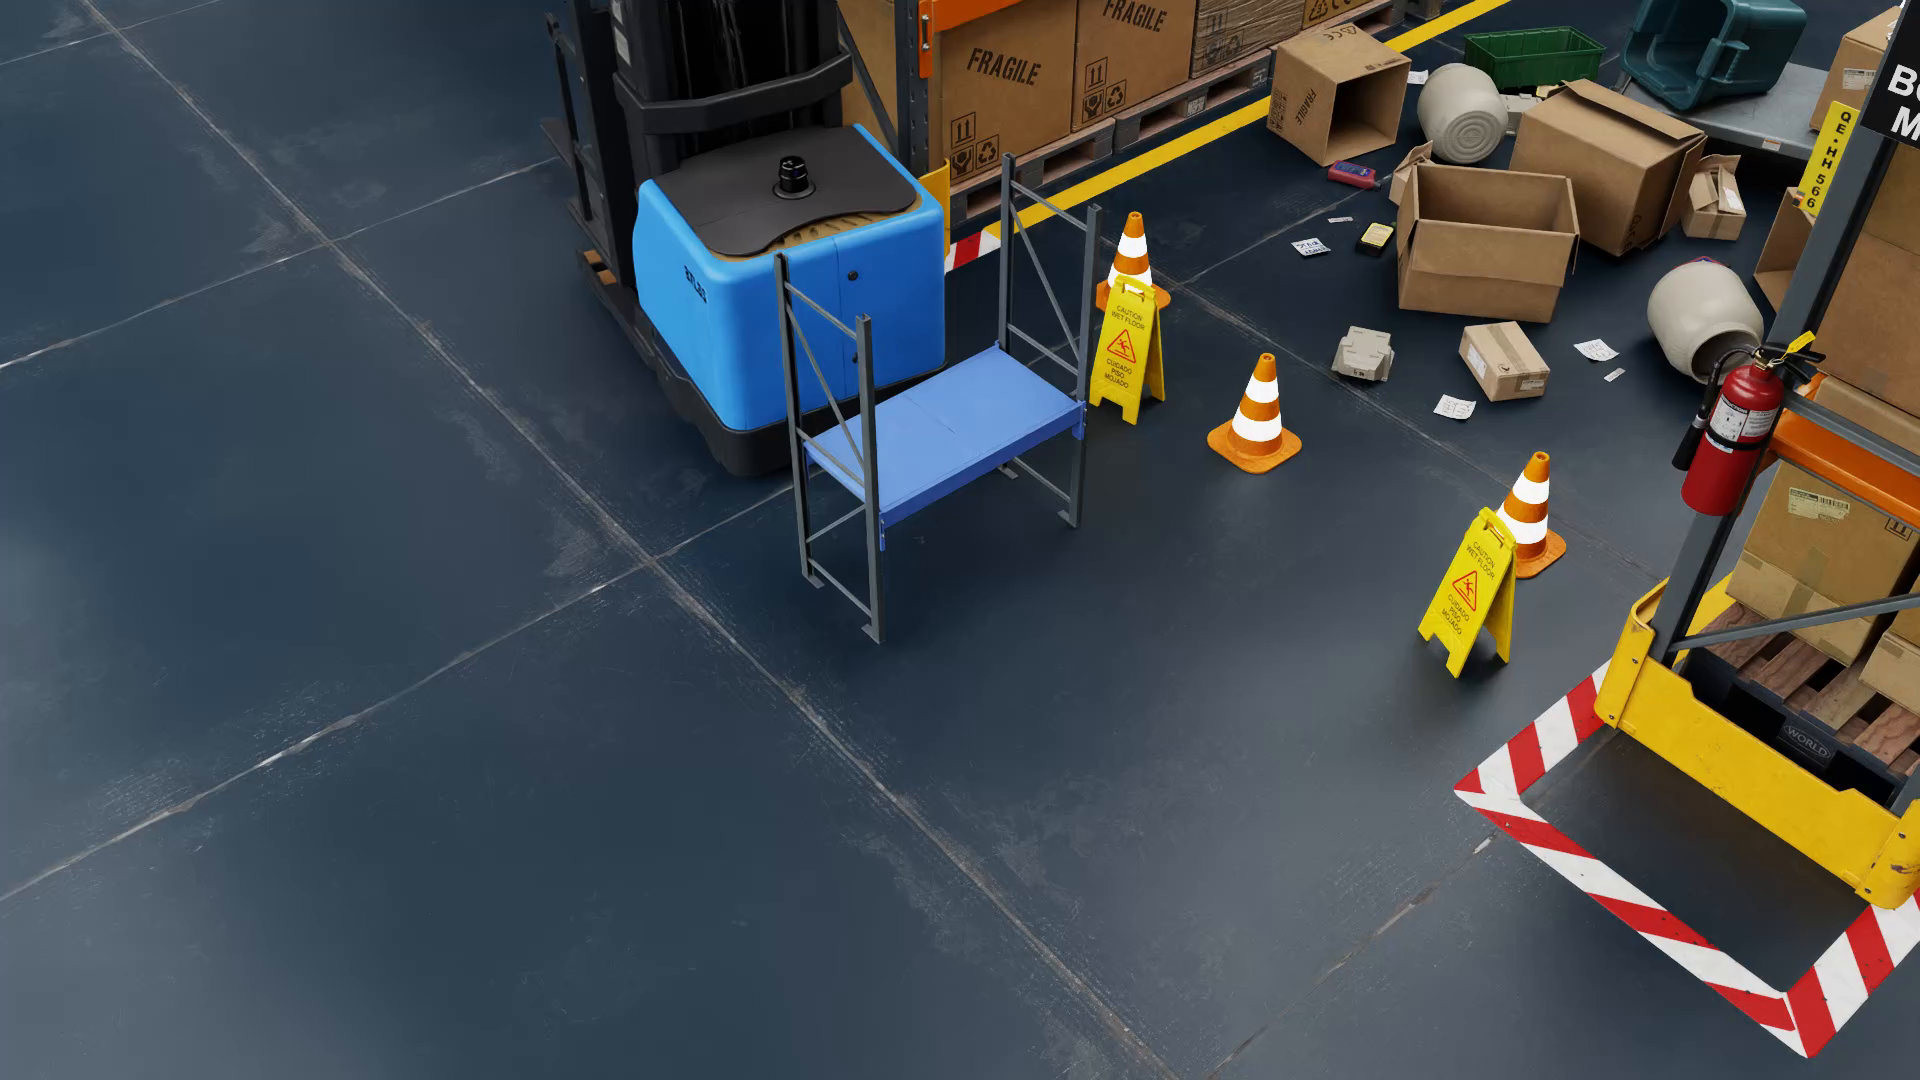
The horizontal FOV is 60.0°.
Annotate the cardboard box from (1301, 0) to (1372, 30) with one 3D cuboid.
[{"bbox_3d":[2.031,-3.662,9.703,0.875,0.875,0.875,-29,50,-27],"label":"cardboard box"}]

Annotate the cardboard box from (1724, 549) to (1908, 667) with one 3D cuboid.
[{"bbox_3d":[3.209,0.131,6.121,0.500,0.250,0.500,-30,51,-28],"label":"cardboard box"}]

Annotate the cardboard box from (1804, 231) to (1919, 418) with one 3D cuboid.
[{"bbox_3d":[2.983,-0.739,5.055,0.500,0.500,0.500,-31,51,-29],"label":"cardboard box"}]

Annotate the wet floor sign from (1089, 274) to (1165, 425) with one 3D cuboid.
[{"bbox_3d":[0.738,-0.855,7.189,0.267,0.644,0.232,30,51,28],"label":"wet floor sign"}]

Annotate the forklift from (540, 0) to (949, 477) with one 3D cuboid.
[{"bbox_3d":[-1.197,-2.331,7.091,1.130,2.935,3.031,-21,47,-21],"label":"forklift"}]

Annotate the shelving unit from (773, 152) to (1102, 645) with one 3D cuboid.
[{"bbox_3d":[-0.065,-0.509,6.197,1.048,1.500,0.538,-30,51,-28],"label":"shelving unit"}]

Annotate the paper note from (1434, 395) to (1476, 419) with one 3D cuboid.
[{"bbox_3d":[2.191,-0.589,7.355,0.148,0.019,0.142,22,47,21],"label":"paper note"}]

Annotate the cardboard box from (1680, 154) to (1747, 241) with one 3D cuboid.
[{"bbox_3d":[3.809,-1.741,8.409,0.258,0.266,0.396,7,44,7],"label":"cardboard box"}]

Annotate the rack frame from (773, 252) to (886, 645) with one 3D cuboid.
[{"bbox_3d":[-0.455,-0.286,5.959,0.032,1.500,0.500,-30,51,-28],"label":"rack frame"}]

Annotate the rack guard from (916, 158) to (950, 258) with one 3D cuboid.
[{"bbox_3d":[-0.529,-1.844,8.348,0.348,0.500,1.175,-30,51,-28],"label":"rack guard"}]

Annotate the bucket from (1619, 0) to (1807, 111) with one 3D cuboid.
[{"bbox_3d":[3.933,-2.613,8.622,0.620,0.611,0.726,-6,43,-21],"label":"bucket"}]

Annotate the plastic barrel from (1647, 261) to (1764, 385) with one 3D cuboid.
[{"bbox_3d":[3.356,-0.974,7.478,0.421,0.421,0.512,0,43,0],"label":"plastic barrel"}]

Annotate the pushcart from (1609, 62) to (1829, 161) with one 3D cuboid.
[{"bbox_3d":[4.310,-2.187,8.803,1.648,0.377,0.936,22,47,21],"label":"pushcart"}]

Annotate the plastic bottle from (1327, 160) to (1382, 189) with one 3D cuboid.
[{"bbox_3d":[2.090,-1.914,8.743,0.283,0.061,0.133,22,47,21],"label":"plastic bottle"}]

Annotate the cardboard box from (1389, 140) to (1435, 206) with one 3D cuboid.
[{"bbox_3d":[2.421,-1.804,8.477,0.258,0.266,0.396,-21,47,-21],"label":"cardboard box"}]

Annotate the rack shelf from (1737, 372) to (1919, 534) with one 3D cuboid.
[{"bbox_3d":[4.277,-0.827,5.965,4.000,0.370,1.077,-30,51,-28],"label":"rack shelf"}]

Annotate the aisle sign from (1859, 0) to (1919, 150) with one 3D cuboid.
[{"bbox_3d":[2.510,-1.284,4.027,0.004,0.787,0.394,-30,51,-28],"label":"aisle sign"}]

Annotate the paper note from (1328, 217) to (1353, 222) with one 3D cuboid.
[{"bbox_3d":[1.941,-1.634,8.483,0.123,0.001,0.032,-7,44,-7],"label":"paper note"}]

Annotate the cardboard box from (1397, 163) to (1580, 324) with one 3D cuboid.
[{"bbox_3d":[2.466,-1.402,7.875,0.797,0.503,0.637,7,44,7],"label":"cardboard box"}]

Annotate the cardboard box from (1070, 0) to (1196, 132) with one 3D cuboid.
[{"bbox_3d":[0.641,-2.865,8.854,0.875,0.875,0.875,-31,51,-28],"label":"cardboard box"}]

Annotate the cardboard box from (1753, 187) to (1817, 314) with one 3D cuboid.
[{"bbox_3d":[4.116,-1.302,7.769,0.500,0.500,0.500,0,43,0],"label":"cardboard box"}]

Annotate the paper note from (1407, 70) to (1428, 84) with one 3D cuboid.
[{"bbox_3d":[2.623,-2.670,9.570,0.147,0.020,0.142,7,44,7],"label":"paper note"}]

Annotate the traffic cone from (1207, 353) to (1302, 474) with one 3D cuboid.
[{"bbox_3d":[1.272,-0.586,7.036,0.334,0.463,0.336,-30,51,-28],"label":"traffic cone"}]

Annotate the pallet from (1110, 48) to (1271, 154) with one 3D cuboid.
[{"bbox_3d":[0.988,-2.675,9.444,1.213,0.211,1.003,-30,51,-28],"label":"pallet"}]

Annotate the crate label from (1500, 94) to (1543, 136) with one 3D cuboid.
[{"bbox_3d":[3.073,-2.344,9.146,0.298,0.136,0.250,7,44,7],"label":"crate label"}]

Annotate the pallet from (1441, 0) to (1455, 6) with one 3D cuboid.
[{"bbox_3d":[3.101,-3.885,10.732,1.213,0.211,1.003,-30,51,-28],"label":"pallet"}]

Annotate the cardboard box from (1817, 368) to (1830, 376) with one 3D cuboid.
[{"bbox_3d":[3.016,-0.566,5.345,0.250,0.149,0.380,-30,51,-28],"label":"cardboard box"}]

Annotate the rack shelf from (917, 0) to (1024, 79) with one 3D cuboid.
[{"bbox_3d":[1.024,-3.382,8.686,4.000,0.370,1.077,-30,51,-28],"label":"rack shelf"}]

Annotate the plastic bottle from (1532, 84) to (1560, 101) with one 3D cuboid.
[{"bbox_3d":[3.314,-2.538,9.408,0.133,0.061,0.283,14,45,15],"label":"plastic bottle"}]

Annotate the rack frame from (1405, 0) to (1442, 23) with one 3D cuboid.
[{"bbox_3d":[2.558,-4.523,9.375,0.127,3.000,1.000,-30,51,-28],"label":"rack frame"}]

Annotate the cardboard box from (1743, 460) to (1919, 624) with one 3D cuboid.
[{"bbox_3d":[3.190,-0.124,5.845,0.500,0.500,0.500,-29,51,-28],"label":"cardboard box"}]

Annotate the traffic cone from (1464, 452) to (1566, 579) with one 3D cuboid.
[{"bbox_3d":[2.245,-0.153,6.574,0.334,0.463,0.336,-30,51,-28],"label":"traffic cone"}]

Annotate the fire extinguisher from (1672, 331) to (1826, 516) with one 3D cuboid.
[{"bbox_3d":[2.360,-0.375,5.014,0.183,0.674,0.296,-30,51,-28],"label":"fire extinguisher"}]
